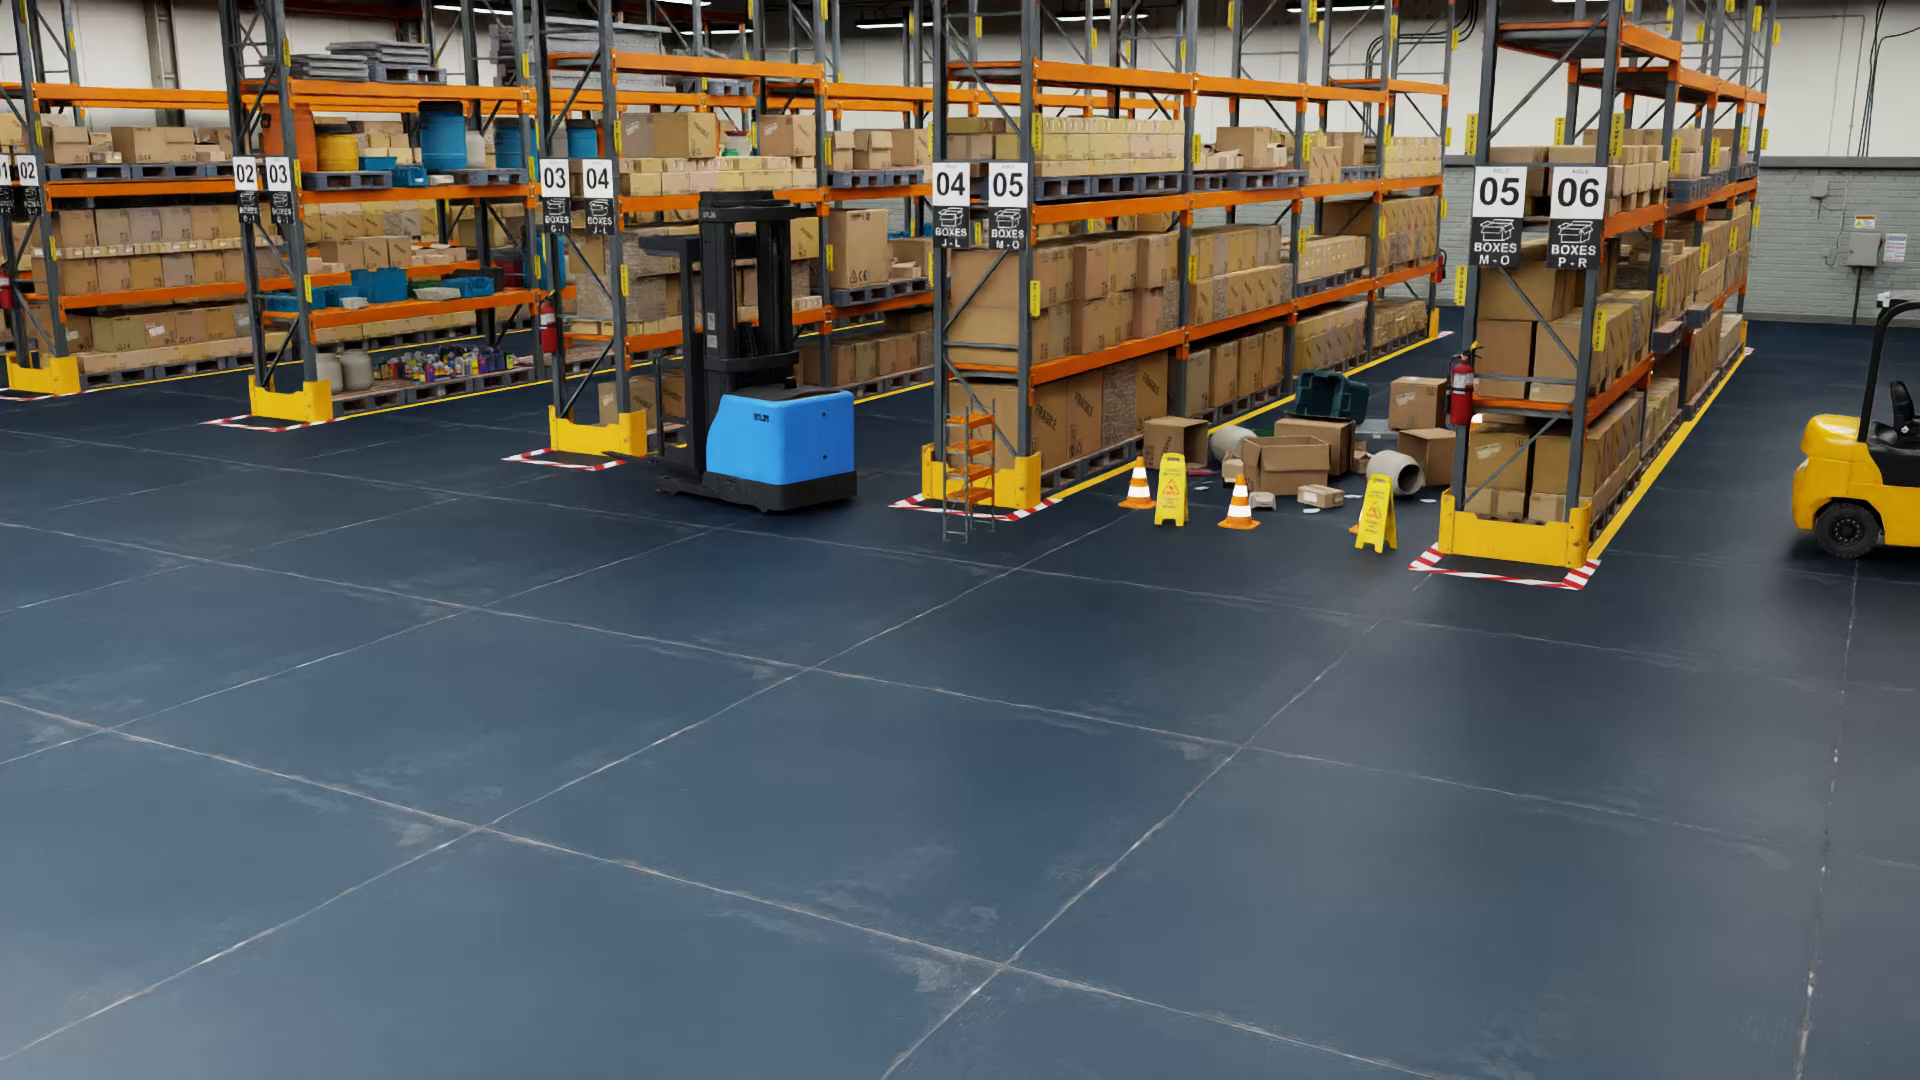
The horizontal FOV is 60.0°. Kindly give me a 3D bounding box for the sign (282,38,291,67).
[{"bbox_3d":[-7.937,-5.742,19.598,0.100,0.325,0.005,7,15,28],"label":"sign"}]

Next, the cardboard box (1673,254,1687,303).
[{"bbox_3d":[7.738,-2.898,18.409,0.500,0.500,0.500,7,15,26],"label":"cardboard box"}]

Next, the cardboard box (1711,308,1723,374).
[{"bbox_3d":[10.166,-2.804,23.400,0.875,0.875,0.875,8,16,30],"label":"cardboard box"}]

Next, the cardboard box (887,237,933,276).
[{"bbox_3d":[-0.621,-4.082,23.958,0.700,0.500,0.500,10,17,36],"label":"cardboard box"}]

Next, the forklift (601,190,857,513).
[{"bbox_3d":[-2.420,-1.947,16.354,3.031,2.935,1.130,12,18,41],"label":"forklift"}]

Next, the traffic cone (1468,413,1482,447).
[{"bbox_3d":[5.902,-1.307,18.968,0.336,0.463,0.334,7,15,28],"label":"traffic cone"}]

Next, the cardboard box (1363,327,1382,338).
[{"bbox_3d":[6.469,-3.310,26.414,0.380,0.149,0.250,8,16,31],"label":"cardboard box"}]

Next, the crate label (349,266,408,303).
[{"bbox_3d":[-7.763,-3.416,22.228,0.502,0.435,0.616,7,15,28],"label":"crate label"}]

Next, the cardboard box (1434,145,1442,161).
[{"bbox_3d":[7.947,-6.634,28.506,0.500,0.250,0.500,7,15,26],"label":"cardboard box"}]

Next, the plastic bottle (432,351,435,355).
[{"bbox_3d":[-7.443,-2.518,23.436,0.061,0.283,0.133,8,16,31],"label":"plastic bottle"}]

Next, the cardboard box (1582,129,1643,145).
[{"bbox_3d":[6.697,-4.093,17.069,0.500,0.250,0.500,8,16,29],"label":"cardboard box"}]

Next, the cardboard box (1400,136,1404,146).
[{"bbox_3d":[6.871,-6.377,26.586,0.380,0.149,0.250,7,15,26],"label":"cardboard box"}]

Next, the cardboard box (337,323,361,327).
[{"bbox_3d":[-10.152,-3.672,27.139,0.500,0.311,0.500,7,15,27],"label":"cardboard box"}]

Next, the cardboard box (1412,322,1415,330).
[{"bbox_3d":[7.637,-3.707,28.698,0.380,0.149,0.250,7,15,28],"label":"cardboard box"}]

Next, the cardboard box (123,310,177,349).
[{"bbox_3d":[-11.826,-3.076,24.265,0.500,0.500,0.500,7,15,28],"label":"cardboard box"}]

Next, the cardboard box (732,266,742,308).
[{"bbox_3d":[-3.122,-3.048,19.927,0.875,0.500,0.500,7,15,28],"label":"cardboard box"}]

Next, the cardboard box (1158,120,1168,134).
[{"bbox_3d":[2.004,-4.430,17.832,0.380,0.149,0.250,7,15,28],"label":"cardboard box"}]

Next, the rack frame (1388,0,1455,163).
[{"bbox_3d":[7.947,-8.046,28.707,1.000,3.000,0.127,7,15,28],"label":"rack frame"}]

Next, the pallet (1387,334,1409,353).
[{"bbox_3d":[6.896,-3.346,27.963,1.003,0.211,1.213,7,15,28],"label":"pallet"}]

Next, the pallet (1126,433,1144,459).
[{"bbox_3d":[1.710,-1.165,18.914,1.003,0.211,1.213,7,15,28],"label":"pallet"}]

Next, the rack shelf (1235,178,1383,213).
[{"bbox_3d":[5.047,-5.007,24.037,1.077,0.370,4.000,7,15,28],"label":"rack shelf"}]

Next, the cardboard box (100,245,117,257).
[{"bbox_3d":[-12.125,-4.078,23.452,0.380,0.149,0.250,7,15,28],"label":"cardboard box"}]

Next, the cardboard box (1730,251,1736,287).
[{"bbox_3d":[11.099,-3.987,24.457,0.500,0.500,0.500,7,15,28],"label":"cardboard box"}]

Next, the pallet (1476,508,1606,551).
[{"bbox_3d":[5.055,-0.129,14.620,1.003,0.211,1.213,7,15,28],"label":"pallet"}]

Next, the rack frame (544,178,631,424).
[{"bbox_3d":[-4.080,-2.430,18.211,1.000,3.000,0.127,7,15,28],"label":"rack frame"}]

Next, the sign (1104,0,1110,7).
[{"bbox_3d":[1.666,-6.136,18.621,0.100,0.325,0.005,7,15,28],"label":"sign"}]

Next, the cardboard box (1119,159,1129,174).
[{"bbox_3d":[1.513,-3.832,17.055,0.380,0.149,0.250,7,15,28],"label":"cardboard box"}]

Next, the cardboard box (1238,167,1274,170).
[{"bbox_3d":[4.134,-5.141,22.844,0.500,0.500,0.500,7,15,28],"label":"cardboard box"}]

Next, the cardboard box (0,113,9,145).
[{"bbox_3d":[-15.659,-6.581,26.641,0.500,0.500,0.500,7,15,26],"label":"cardboard box"}]

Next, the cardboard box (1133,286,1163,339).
[{"bbox_3d":[1.732,-2.548,18.382,0.875,0.550,0.550,7,15,28],"label":"cardboard box"}]

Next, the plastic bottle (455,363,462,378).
[{"bbox_3d":[-6.906,-2.334,22.848,0.097,0.201,0.097,0,14,0],"label":"plastic bottle"}]

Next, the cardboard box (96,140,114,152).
[{"bbox_3d":[-12.156,-5.620,24.040,0.500,0.311,0.500,10,17,35],"label":"cardboard box"}]

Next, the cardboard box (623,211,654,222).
[{"bbox_3d":[-6.475,-6.614,33.222,0.500,0.500,0.500,8,16,29],"label":"cardboard box"}]

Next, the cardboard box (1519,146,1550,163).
[{"bbox_3d":[4.658,-3.182,13.766,0.380,0.149,0.250,8,16,29],"label":"cardboard box"}]

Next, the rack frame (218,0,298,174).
[{"bbox_3d":[-8.416,-5.907,19.835,1.000,3.000,0.127,7,15,28],"label":"rack frame"}]

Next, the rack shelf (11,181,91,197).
[{"bbox_3d":[-16.122,-5.632,26.629,1.077,0.370,4.000,7,15,28],"label":"rack shelf"}]

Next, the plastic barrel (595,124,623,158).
[{"bbox_3d":[-5.452,-6.021,25.791,0.600,0.830,0.708,7,15,28],"label":"plastic barrel"}]

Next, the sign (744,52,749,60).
[{"bbox_3d":[-4.540,-10.216,35.376,0.100,0.325,0.005,7,15,28],"label":"sign"}]

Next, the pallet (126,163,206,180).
[{"bbox_3d":[-11.797,-5.361,24.160,1.003,0.211,1.213,7,15,28],"label":"pallet"}]

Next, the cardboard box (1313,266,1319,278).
[{"bbox_3d":[4.862,-3.805,23.557,0.380,0.149,0.250,8,16,31],"label":"cardboard box"}]

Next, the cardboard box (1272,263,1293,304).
[{"bbox_3d":[4.097,-3.414,22.081,0.500,0.500,0.500,7,15,28],"label":"cardboard box"}]

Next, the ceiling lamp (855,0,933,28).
[{"bbox_3d":[-1.530,-12.856,36.204,2.000,3.185,0.800,7,15,28],"label":"ceiling lamp"}]

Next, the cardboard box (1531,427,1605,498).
[{"bbox_3d":[5.238,-0.678,14.316,0.500,0.500,0.500,7,15,26],"label":"cardboard box"}]

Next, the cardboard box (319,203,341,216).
[{"bbox_3d":[-12.517,-6.496,32.589,0.500,0.250,0.500,7,15,27],"label":"cardboard box"}]

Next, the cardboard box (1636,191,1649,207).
[{"bbox_3d":[6.133,-3.155,15.355,0.380,0.149,0.250,8,16,30],"label":"cardboard box"}]

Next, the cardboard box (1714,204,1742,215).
[{"bbox_3d":[11.528,-4.964,24.995,0.380,0.149,0.250,7,15,28],"label":"cardboard box"}]

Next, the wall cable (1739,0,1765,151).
[{"bbox_3d":[14.833,-8.705,31.440,0.463,3.000,0.029,7,15,28],"label":"wall cable"}]

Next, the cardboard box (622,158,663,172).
[{"bbox_3d":[-3.521,-4.147,18.404,0.380,0.149,0.250,7,15,27],"label":"cardboard box"}]

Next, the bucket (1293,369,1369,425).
[{"bbox_3d":[4.099,-1.526,18.204,0.620,0.611,0.726,1,9,-42],"label":"bucket"}]

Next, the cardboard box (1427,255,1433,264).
[{"bbox_3d":[8.037,-4.908,29.029,0.380,0.149,0.250,7,15,28],"label":"cardboard box"}]

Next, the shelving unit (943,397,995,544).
[{"bbox_3d":[0.080,-0.617,14.534,0.258,1.200,0.503,7,15,28],"label":"shelving unit"}]

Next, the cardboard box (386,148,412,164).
[{"bbox_3d":[-9.577,-6.458,27.946,0.500,0.250,0.500,7,15,27],"label":"cardboard box"}]

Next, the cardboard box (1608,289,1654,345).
[{"bbox_3d":[6.531,-2.201,16.416,0.500,0.500,0.500,7,15,27],"label":"cardboard box"}]

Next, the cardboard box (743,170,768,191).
[{"bbox_3d":[-2.642,-4.301,19.895,0.500,0.250,0.500,7,15,28],"label":"cardboard box"}]

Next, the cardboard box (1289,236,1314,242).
[{"bbox_3d":[5.165,-4.541,25.340,0.380,0.149,0.250,8,15,29],"label":"cardboard box"}]

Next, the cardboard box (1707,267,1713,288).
[{"bbox_3d":[9.426,-3.401,21.493,0.500,0.250,0.500,7,15,28],"label":"cardboard box"}]
